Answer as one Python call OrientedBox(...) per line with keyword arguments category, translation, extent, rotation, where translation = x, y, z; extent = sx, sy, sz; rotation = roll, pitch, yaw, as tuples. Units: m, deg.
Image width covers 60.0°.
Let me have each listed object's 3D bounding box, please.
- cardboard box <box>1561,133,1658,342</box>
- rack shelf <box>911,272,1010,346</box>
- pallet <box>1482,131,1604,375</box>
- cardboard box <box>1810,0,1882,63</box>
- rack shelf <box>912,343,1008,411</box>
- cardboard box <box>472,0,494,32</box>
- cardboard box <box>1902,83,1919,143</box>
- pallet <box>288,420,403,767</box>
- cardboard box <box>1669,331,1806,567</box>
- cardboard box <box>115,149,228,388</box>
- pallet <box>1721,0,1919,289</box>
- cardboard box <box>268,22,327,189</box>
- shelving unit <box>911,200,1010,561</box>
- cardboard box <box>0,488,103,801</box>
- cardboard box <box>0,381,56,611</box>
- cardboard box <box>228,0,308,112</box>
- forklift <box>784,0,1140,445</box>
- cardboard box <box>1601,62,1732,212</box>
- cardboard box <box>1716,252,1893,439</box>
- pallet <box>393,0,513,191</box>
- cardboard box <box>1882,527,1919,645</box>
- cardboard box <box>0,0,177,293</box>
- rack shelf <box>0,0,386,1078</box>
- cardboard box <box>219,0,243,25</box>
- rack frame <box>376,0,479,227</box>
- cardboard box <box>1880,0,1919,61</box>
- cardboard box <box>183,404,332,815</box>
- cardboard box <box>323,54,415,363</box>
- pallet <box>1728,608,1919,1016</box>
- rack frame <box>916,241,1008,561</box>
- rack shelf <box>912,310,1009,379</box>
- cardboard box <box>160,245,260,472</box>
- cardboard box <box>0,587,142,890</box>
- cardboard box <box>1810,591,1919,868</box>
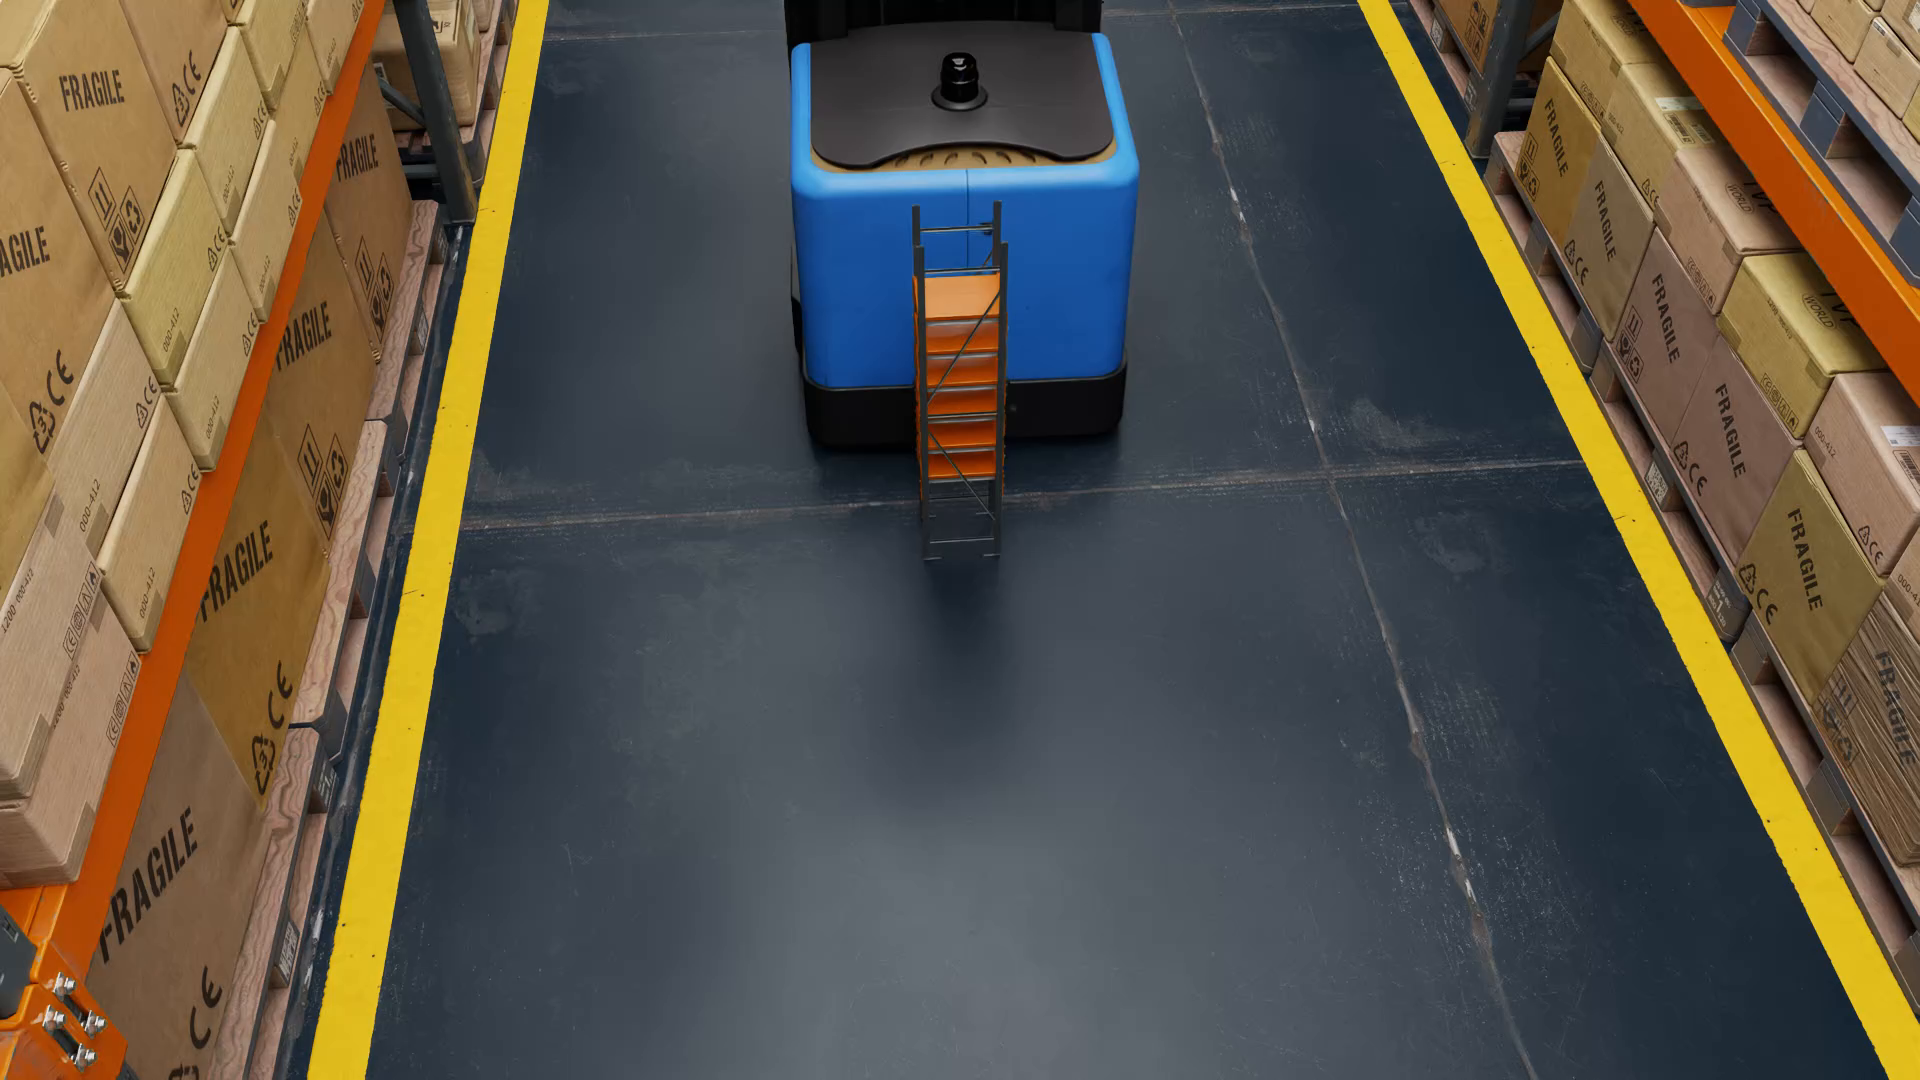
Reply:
OrientedBox(category="cardboard box", translation=(2.406, -1.027, 5.589), extent=(0.500, 0.500, 0.500), rotation=(-3, 47, -3))
OrientedBox(category="rack shelf", translation=(-0.001, -0.640, 4.595), extent=(0.258, 0.103, 0.180), rotation=(-3, 47, -3))
OrientedBox(category="pallet", translation=(2.619, -1.108, 6.154), extent=(1.003, 0.211, 1.213), rotation=(-3, 47, -3))
OrientedBox(category="cardboard box", translation=(2.505, -1.395, 4.389), extent=(0.380, 0.149, 0.250), rotation=(-3, 47, -3))
OrientedBox(category="rack shelf", translation=(-0.001, -0.475, 4.769), extent=(0.258, 0.103, 0.180), rotation=(-3, 47, -3))
OrientedBox(category="cardboard box", translation=(-2.476, -2.442, 7.018), extent=(0.950, 0.372, 0.625), rotation=(-4, 47, -4))
OrientedBox(category="cardboard box", translation=(2.547, -1.014, 4.028), extent=(0.380, 0.149, 0.250), rotation=(-2, 47, -2))
OrientedBox(category="pallet", translation=(-2.279, 0.156, 4.957), extent=(1.003, 0.211, 1.213), rotation=(-3, 47, -3))
OrientedBox(category="cardboard box", translation=(2.496, -0.286, 4.887), extent=(0.500, 0.500, 0.500), rotation=(-4, 47, -4))
OrientedBox(category="cardboard box", translation=(-1.877, -0.563, 3.476), extent=(0.500, 0.250, 0.500), rotation=(-3, 47, -3))
OrientedBox(category="pallet", translation=(2.762, -1.137, 4.393), extent=(1.003, 0.211, 1.213), rotation=(-3, 47, -3))
OrientedBox(category="cardboard box", translation=(-1.983, -1.123, 4.351), extent=(0.500, 0.250, 0.500), rotation=(-4, 47, -4))
OrientedBox(category="shelving unit", translation=(-0.001, -0.423, 4.824), extent=(0.258, 1.200, 0.189), rotation=(-3, 47, -3))
OrientedBox(category="cardboard box", translation=(-1.790, 0.180, 2.773), extent=(0.500, 0.250, 0.500), rotation=(-5, 47, -4))
OrientedBox(category="cardboard box", translation=(-1.784, -0.079, 2.501), extent=(0.500, 0.500, 0.500), rotation=(-3, 47, -3))
OrientedBox(category="cardboard box", translation=(-1.965, -1.304, 4.178), extent=(0.500, 0.250, 0.500), rotation=(-5, 47, -4))
OrientedBox(category="forklift", translation=(-0.075, -2.385, 5.490), extent=(1.130, 2.935, 3.031), rotation=(-3, 47, -3))
OrientedBox(category="cardboard box", translation=(2.414, -1.295, 5.326), extent=(0.500, 0.250, 0.500), rotation=(-4, 47, -4))
OrientedBox(category="cardboard box", translation=(2.488, -0.559, 4.629), extent=(0.500, 0.250, 0.500), rotation=(-5, 47, -5))
OrientedBox(category="pallet", translation=(-2.433, -1.865, 6.871), extent=(1.003, 0.211, 1.213), rotation=(-3, 47, -3))
OrientedBox(category="cardboard box", translation=(2.576, 0.195, 3.915), extent=(0.500, 0.250, 0.500), rotation=(-5, 47, -4))
OrientedBox(category="cardboard box", translation=(-1.894, -0.808, 3.192), extent=(0.500, 0.500, 0.500), rotation=(-5, 47, -4))
OrientedBox(category="rack shelf", translation=(-2.202, -0.564, 4.214), extent=(1.077, 0.370, 4.000), rotation=(-3, 47, -3))
OrientedBox(category="cardboard box", translation=(-1.979, -1.548, 3.893), extent=(0.500, 0.500, 0.500), rotation=(-3, 47, -3))
OrientedBox(category="rack frame", translation=(-2.369, -2.259, 5.323), extent=(1.000, 3.000, 0.127), rotation=(-3, 47, -3))
OrientedBox(category="cardboard box", translation=(2.531, -1.304, 4.098), extent=(0.380, 0.149, 0.250), rotation=(-2, 47, -2))
OrientedBox(category="cardboard box", translation=(-2.249, 0.125, 4.240), extent=(0.875, 0.875, 0.875), rotation=(-2, 47, -2))
OrientedBox(category="cardboard box", translation=(-2.394, -1.168, 5.464), extent=(0.875, 0.875, 0.875), rotation=(-4, 47, -4))
OrientedBox(category="pallet", translation=(2.823, 0.657, 4.482), extent=(1.003, 0.211, 1.213), rotation=(-3, 47, -3))
OrientedBox(category="rack frame", translation=(0.006, -0.357, 4.762), extent=(0.240, 1.200, 0.006), rotation=(-3, 47, -3))
OrientedBox(category="rack shelf", translation=(-0.001, -0.558, 4.682), extent=(0.258, 0.103, 0.180), rotation=(-3, 47, -3))
OrientedBox(category="cardboard box", translation=(-1.880, -0.393, 3.660), extent=(0.500, 0.250, 0.500), rotation=(-4, 47, -4))
OrientedBox(category="cardboard box", translation=(-1.808, 0.353, 2.953), extent=(0.500, 0.250, 0.500), rotation=(-4, 47, -4))
OrientedBox(category="cardboard box", translation=(2.577, 0.456, 4.184), extent=(0.500, 0.500, 0.500), rotation=(-4, 47, -4))
